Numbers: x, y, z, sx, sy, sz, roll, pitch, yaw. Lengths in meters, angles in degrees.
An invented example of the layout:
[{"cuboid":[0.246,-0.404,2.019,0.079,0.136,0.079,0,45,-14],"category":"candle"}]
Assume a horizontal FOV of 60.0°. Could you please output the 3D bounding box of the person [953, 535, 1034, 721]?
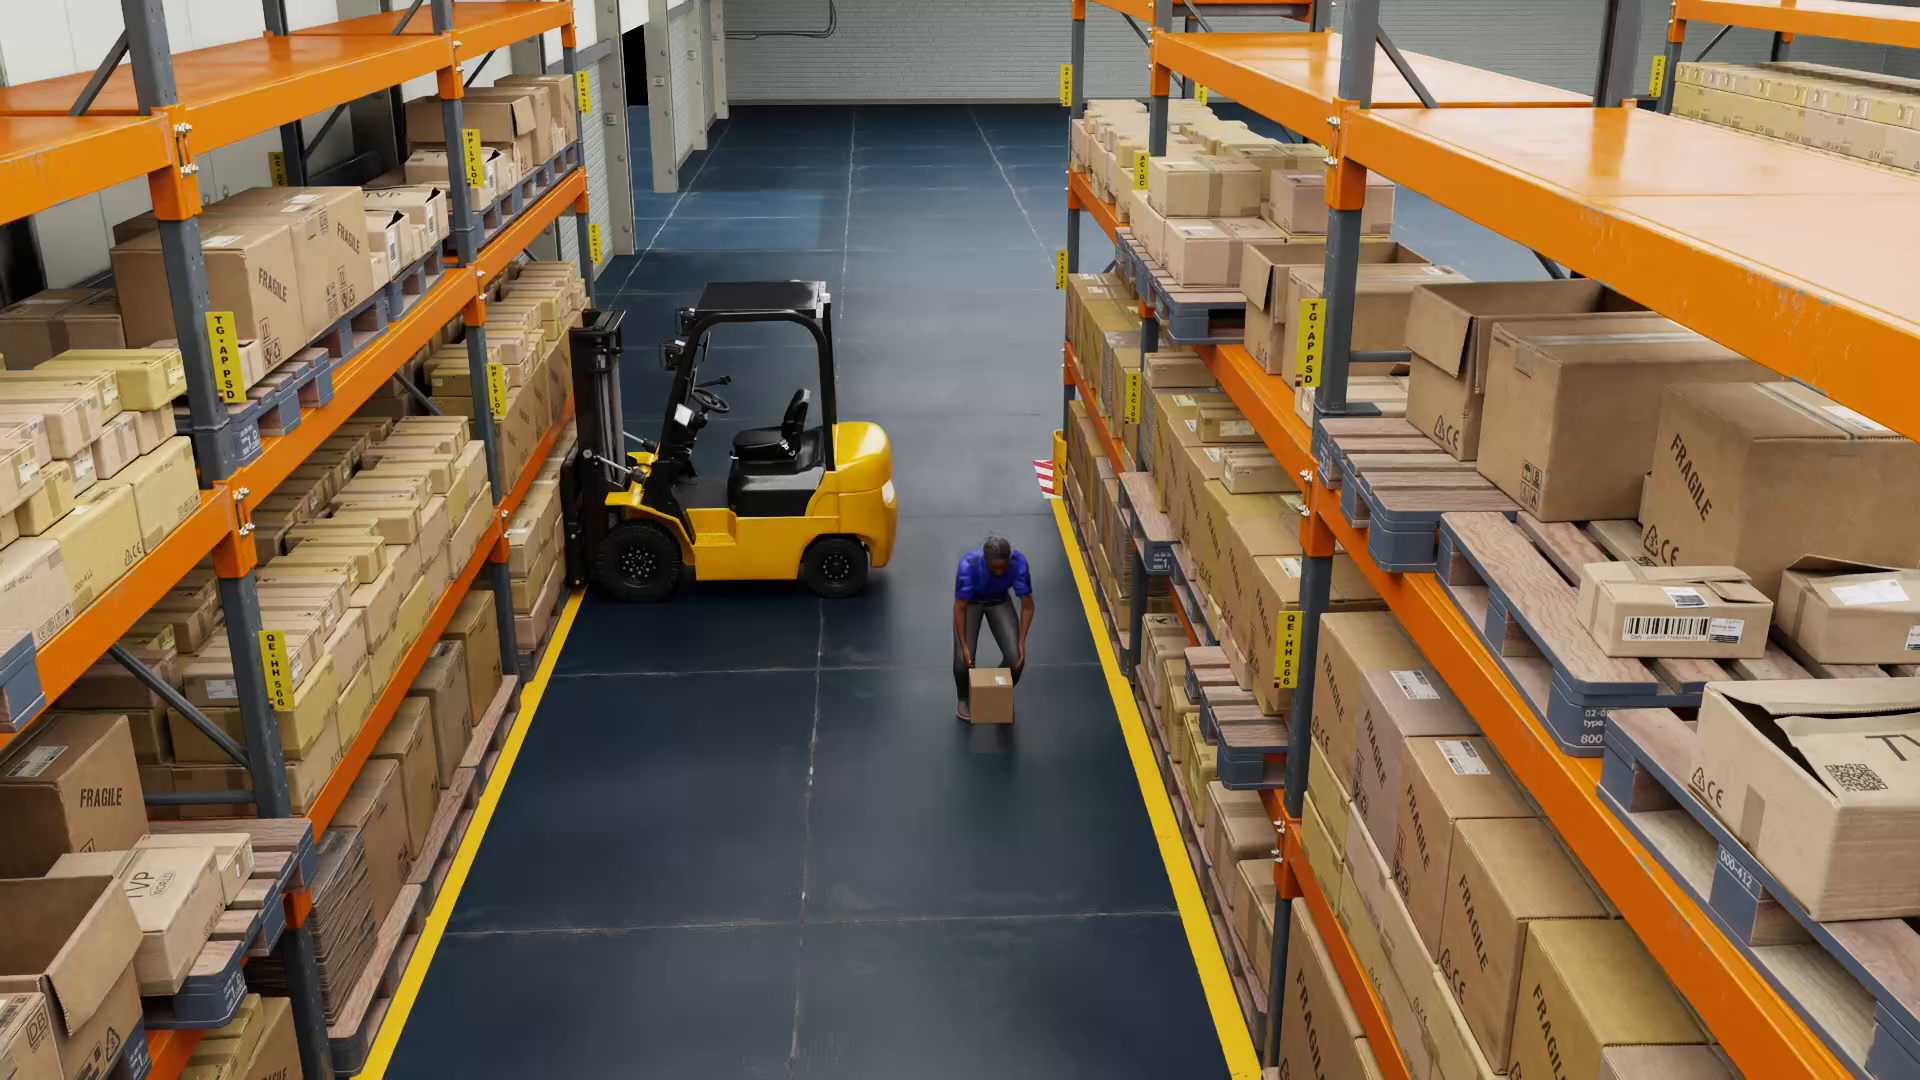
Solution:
[{"cuboid":[0.200,0.497,10.308,0.497,1.280,0.681,-1,21,-3],"category":"person"}]
